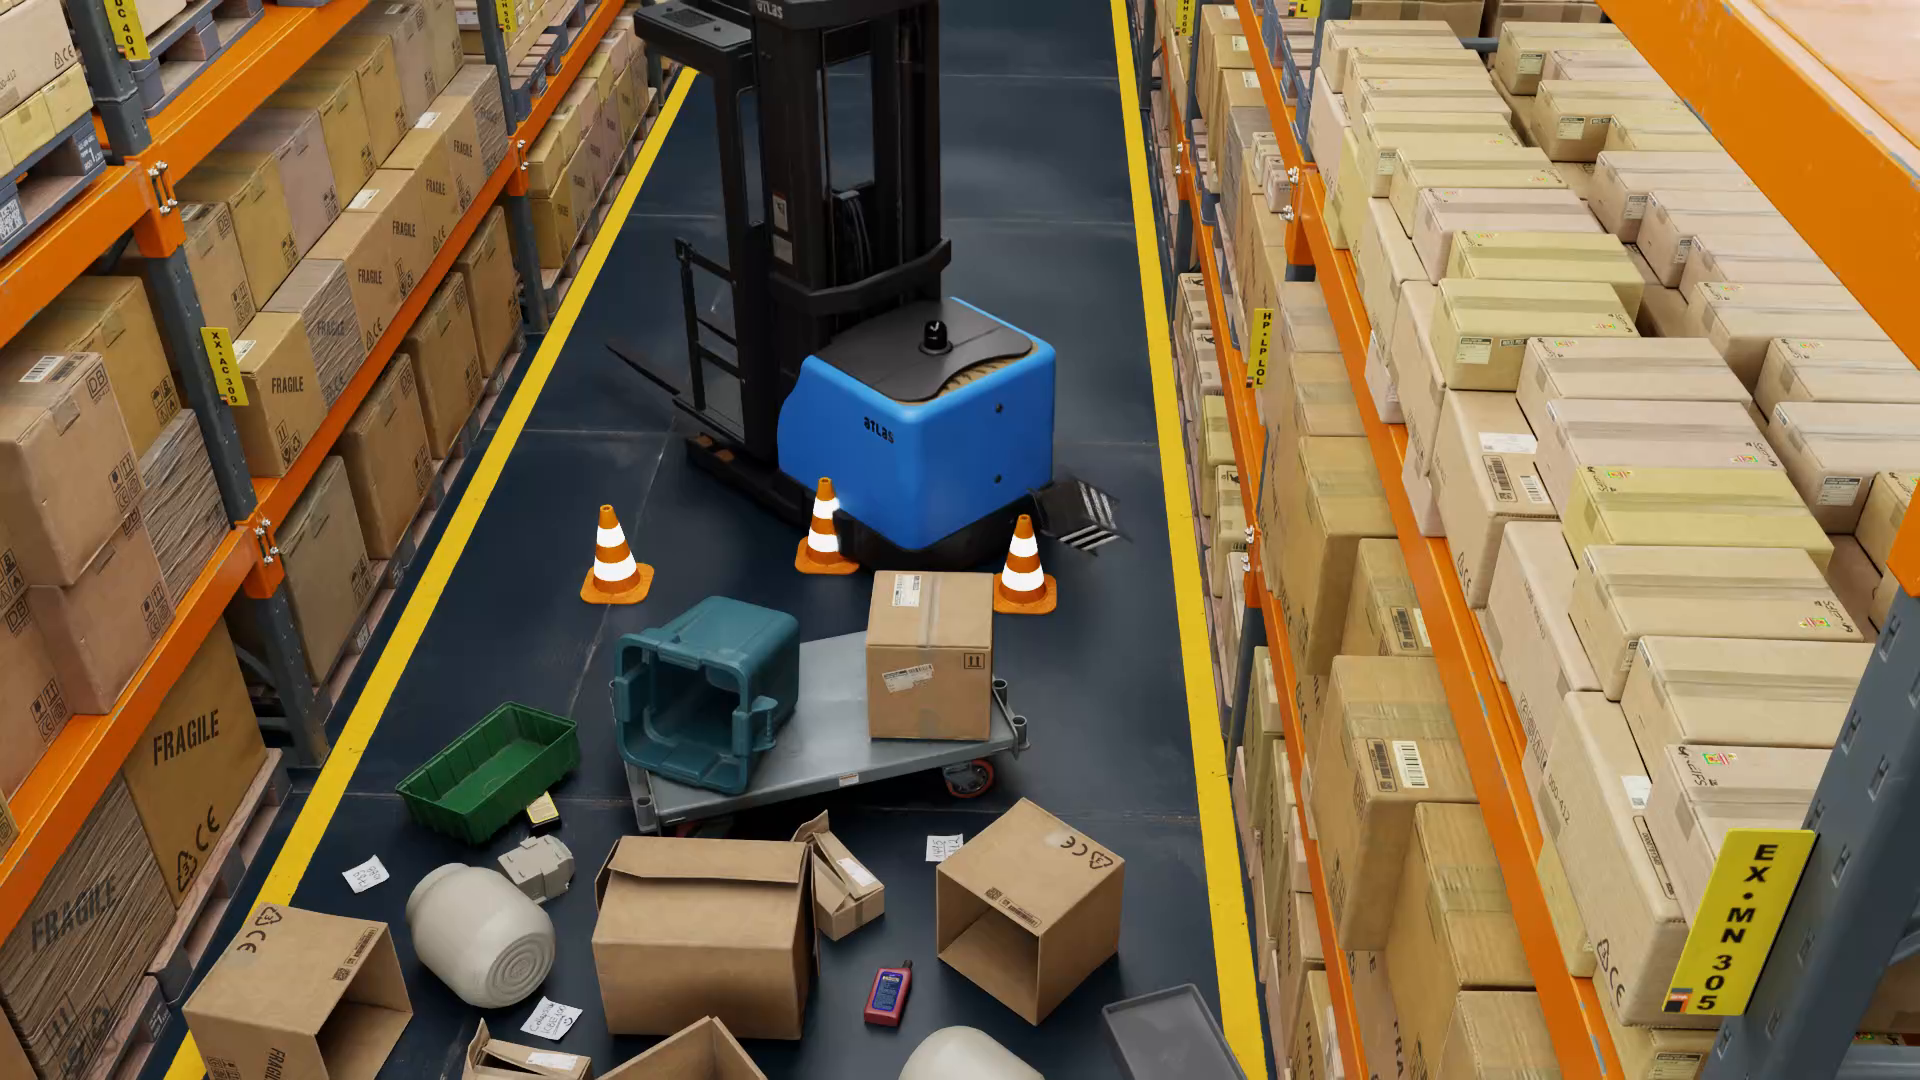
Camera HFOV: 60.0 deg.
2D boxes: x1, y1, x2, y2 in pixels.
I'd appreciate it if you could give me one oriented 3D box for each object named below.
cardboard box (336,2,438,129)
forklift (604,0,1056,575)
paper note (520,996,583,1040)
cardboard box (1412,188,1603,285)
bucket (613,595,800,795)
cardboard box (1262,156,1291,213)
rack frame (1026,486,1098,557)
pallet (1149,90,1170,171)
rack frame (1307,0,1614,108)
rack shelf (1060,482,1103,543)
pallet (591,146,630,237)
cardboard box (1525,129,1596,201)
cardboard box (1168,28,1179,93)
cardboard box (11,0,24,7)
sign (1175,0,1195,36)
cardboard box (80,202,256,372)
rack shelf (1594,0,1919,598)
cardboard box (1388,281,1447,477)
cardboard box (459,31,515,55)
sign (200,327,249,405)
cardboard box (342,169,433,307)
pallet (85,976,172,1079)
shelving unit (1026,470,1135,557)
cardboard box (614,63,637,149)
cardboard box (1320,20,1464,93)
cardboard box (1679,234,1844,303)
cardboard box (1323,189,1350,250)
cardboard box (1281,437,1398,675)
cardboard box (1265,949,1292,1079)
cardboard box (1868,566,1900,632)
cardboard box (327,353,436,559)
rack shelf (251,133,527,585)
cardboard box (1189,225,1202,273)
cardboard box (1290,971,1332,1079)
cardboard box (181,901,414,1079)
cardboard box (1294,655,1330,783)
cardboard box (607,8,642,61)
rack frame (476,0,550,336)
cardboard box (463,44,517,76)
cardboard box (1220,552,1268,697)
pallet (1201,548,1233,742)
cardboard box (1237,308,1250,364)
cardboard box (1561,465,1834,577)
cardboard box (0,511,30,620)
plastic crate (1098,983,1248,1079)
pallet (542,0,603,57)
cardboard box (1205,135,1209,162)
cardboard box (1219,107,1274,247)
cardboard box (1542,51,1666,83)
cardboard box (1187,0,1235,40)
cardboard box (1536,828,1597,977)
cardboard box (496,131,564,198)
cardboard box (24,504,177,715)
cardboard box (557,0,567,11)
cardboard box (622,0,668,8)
[{"bbox_3d":[-3.173,-2.468,8.642,0.700,0.500,0.500,1,35,1],"label":"cardboard box"},{"bbox_3d":[-0.876,-1.707,8.575,1.130,2.935,3.031,-28,44,-34],"label":"forklift"},{"bbox_3d":[-1.513,1.772,6.154,0.172,0.023,0.155,13,37,18],"label":"paper note"},{"bbox_3d":[1.327,-0.740,4.056,0.380,0.149,0.250,1,35,1],"label":"cardboard box"},{"bbox_3d":[-0.988,0.581,6.786,0.726,0.611,0.620,13,27,18],"label":"bucket"},{"bbox_3d":[1.471,-1.478,6.915,0.380,0.149,0.250,0,35,1],"label":"cardboard box"},{"bbox_3d":[0.510,-0.083,8.152,0.006,0.900,0.240,-22,75,18],"label":"rack frame"},{"bbox_3d":[2.029,-3.222,13.097,1.003,0.211,1.213,1,35,2],"label":"pallet"},{"bbox_3d":[1.664,-2.666,4.663,1.000,3.000,0.127,1,35,2],"label":"rack frame"},{"bbox_3d":[0.547,-0.138,7.986,0.200,0.077,0.258,-22,75,18],"label":"rack shelf"},{"bbox_3d":[-3.041,-2.573,12.174,1.003,0.211,1.213,1,35,2],"label":"pallet"},{"bbox_3d":[1.895,-0.949,4.701,0.500,0.250,0.500,1,35,1],"label":"cardboard box"},{"bbox_3d":[1.590,-3.039,10.542,0.500,0.250,0.500,2,35,3],"label":"cardboard box"},{"bbox_3d":[-2.983,-1.714,4.990,0.380,0.149,0.250,1,35,1],"label":"cardboard box"},{"bbox_3d":[1.269,-2.995,9.341,0.100,0.325,0.005,1,35,2],"label":"sign"},{"bbox_3d":[-3.273,-1.003,6.558,0.700,0.500,0.500,1,35,1],"label":"cardboard box"},{"bbox_3d":[1.583,-1.222,3.236,1.077,0.370,4.000,1,35,2],"label":"rack shelf"},{"bbox_3d":[1.310,-0.379,3.889,0.500,0.250,0.500,2,35,2],"label":"cardboard box"},{"bbox_3d":[-2.906,-3.030,9.993,0.380,0.149,0.250,3,35,4],"label":"cardboard box"},{"bbox_3d":[-2.732,-0.643,6.180,0.100,0.325,0.005,1,35,2],"label":"sign"},{"bbox_3d":[-2.934,-1.474,8.097,0.500,0.500,0.500,2,35,3],"label":"cardboard box"},{"bbox_3d":[-3.442,2.011,5.651,1.003,0.211,1.213,1,35,2],"label":"pallet"},{"bbox_3d":[0.600,-0.119,8.121,0.210,0.900,0.258,-22,75,18],"label":"shelving unit"},{"bbox_3d":[-2.764,-3.288,12.574,0.500,0.500,0.500,1,35,1],"label":"cardboard box"},{"bbox_3d":[1.325,-1.489,5.122,0.380,0.149,0.250,1,35,1],"label":"cardboard box"},{"bbox_3d":[1.902,-0.582,3.832,0.380,0.149,0.250,2,35,3],"label":"cardboard box"},{"bbox_3d":[1.337,-1.014,5.139,0.380,0.149,0.250,1,35,2],"label":"cardboard box"},{"bbox_3d":[1.340,0.045,4.808,0.700,0.500,0.500,1,35,1],"label":"cardboard box"},{"bbox_3d":[1.341,1.686,5.714,0.500,0.250,0.500,1,35,1],"label":"cardboard box"},{"bbox_3d":[1.787,0.149,2.792,0.380,0.149,0.250,1,35,2],"label":"cardboard box"},{"bbox_3d":[-3.309,-0.432,8.293,1.050,0.750,0.750,1,35,2],"label":"cardboard box"},{"bbox_3d":[-3.206,-1.123,8.310,1.077,0.370,4.000,1,35,2],"label":"rack shelf"},{"bbox_3d":[1.935,-2.207,10.711,0.875,0.875,0.875,1,35,1],"label":"cardboard box"},{"bbox_3d":[1.319,1.677,5.075,0.500,0.500,0.500,1,35,1],"label":"cardboard box"},{"bbox_3d":[-2.324,1.669,5.884,0.500,0.500,0.500,7,36,10],"label":"cardboard box"},{"bbox_3d":[1.337,0.449,5.102,0.500,0.500,0.500,1,35,1],"label":"cardboard box"},{"bbox_3d":[-2.743,-3.887,12.774,0.500,0.250,0.500,0,35,1],"label":"cardboard box"},{"bbox_3d":[-3.126,-2.566,9.738,1.000,3.000,0.127,1,35,2],"label":"rack frame"},{"bbox_3d":[-2.906,-2.888,10.049,0.380,0.149,0.250,1,35,1],"label":"cardboard box"},{"bbox_3d":[1.682,0.390,7.452,0.950,0.372,0.625,2,35,2],"label":"cardboard box"},{"bbox_3d":[1.693,0.482,7.827,1.003,0.211,1.213,1,35,2],"label":"pallet"},{"bbox_3d":[1.411,-0.883,7.197,0.380,0.149,0.250,1,35,1],"label":"cardboard box"},{"bbox_3d":[1.324,-0.004,3.010,0.380,0.149,0.250,2,35,2],"label":"cardboard box"},{"bbox_3d":[-3.401,0.066,4.924,0.875,0.550,0.550,1,35,2],"label":"cardboard box"},{"bbox_3d":[0.781,1.866,5.971,0.402,0.080,0.583,-10,36,-14],"label":"plastic crate"},{"bbox_3d":[-3.087,-3.626,11.413,1.003,0.211,1.213,1,35,2],"label":"pallet"},{"bbox_3d":[1.523,-2.079,8.898,0.380,0.149,0.250,-1,35,-1],"label":"cardboard box"},{"bbox_3d":[1.518,-1.699,7.794,0.500,0.500,0.500,0,35,0],"label":"cardboard box"},{"bbox_3d":[1.935,-1.324,4.887,0.380,0.149,0.250,0,35,1],"label":"cardboard box"},{"bbox_3d":[1.584,-3.263,9.773,0.500,0.500,0.500,0,35,1],"label":"cardboard box"},{"bbox_3d":[1.215,0.607,2.833,0.380,0.149,0.250,2,35,2],"label":"cardboard box"},{"bbox_3d":[-2.856,-2.413,10.677,0.500,0.250,0.500,0,35,0],"label":"cardboard box"},{"bbox_3d":[-3.289,0.199,5.673,0.875,0.550,0.550,1,35,2],"label":"cardboard box"},{"bbox_3d":[-2.855,-3.649,11.133,0.380,0.149,0.250,2,35,3],"label":"cardboard box"},{"bbox_3d":[-2.674,-4.463,14.034,0.380,0.149,0.250,3,35,4],"label":"cardboard box"}]
